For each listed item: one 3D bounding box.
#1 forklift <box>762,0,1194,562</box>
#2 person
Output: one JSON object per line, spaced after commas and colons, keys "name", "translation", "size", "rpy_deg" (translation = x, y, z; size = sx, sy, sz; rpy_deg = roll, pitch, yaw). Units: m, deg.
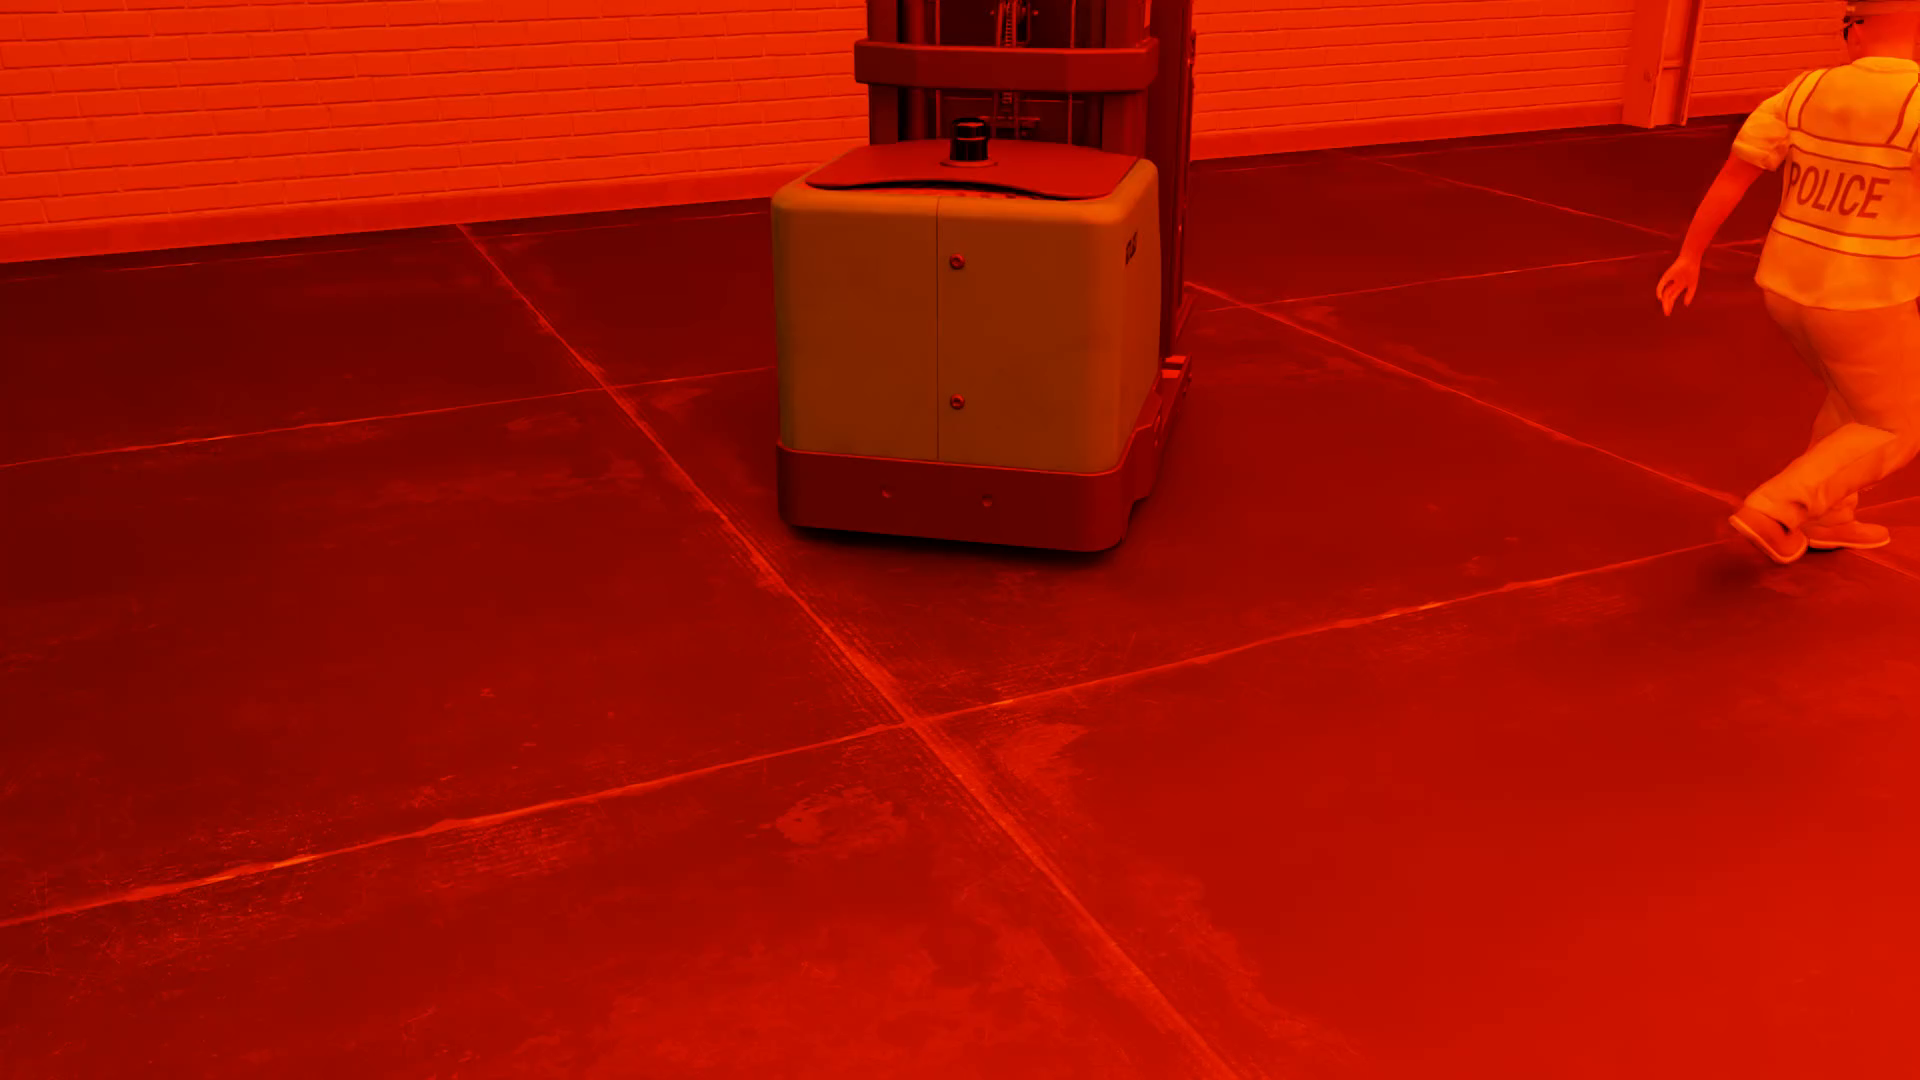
{"name": "forklift", "translation": [0.265, -1.827, 5.684], "size": [1.130, 2.935, 3.031], "rpy_deg": [5, 23, 12]}
{"name": "person", "translation": [2.587, -0.752, 4.716], "size": [0.584, 1.700, 0.728], "rpy_deg": [-5, 23, -13]}
